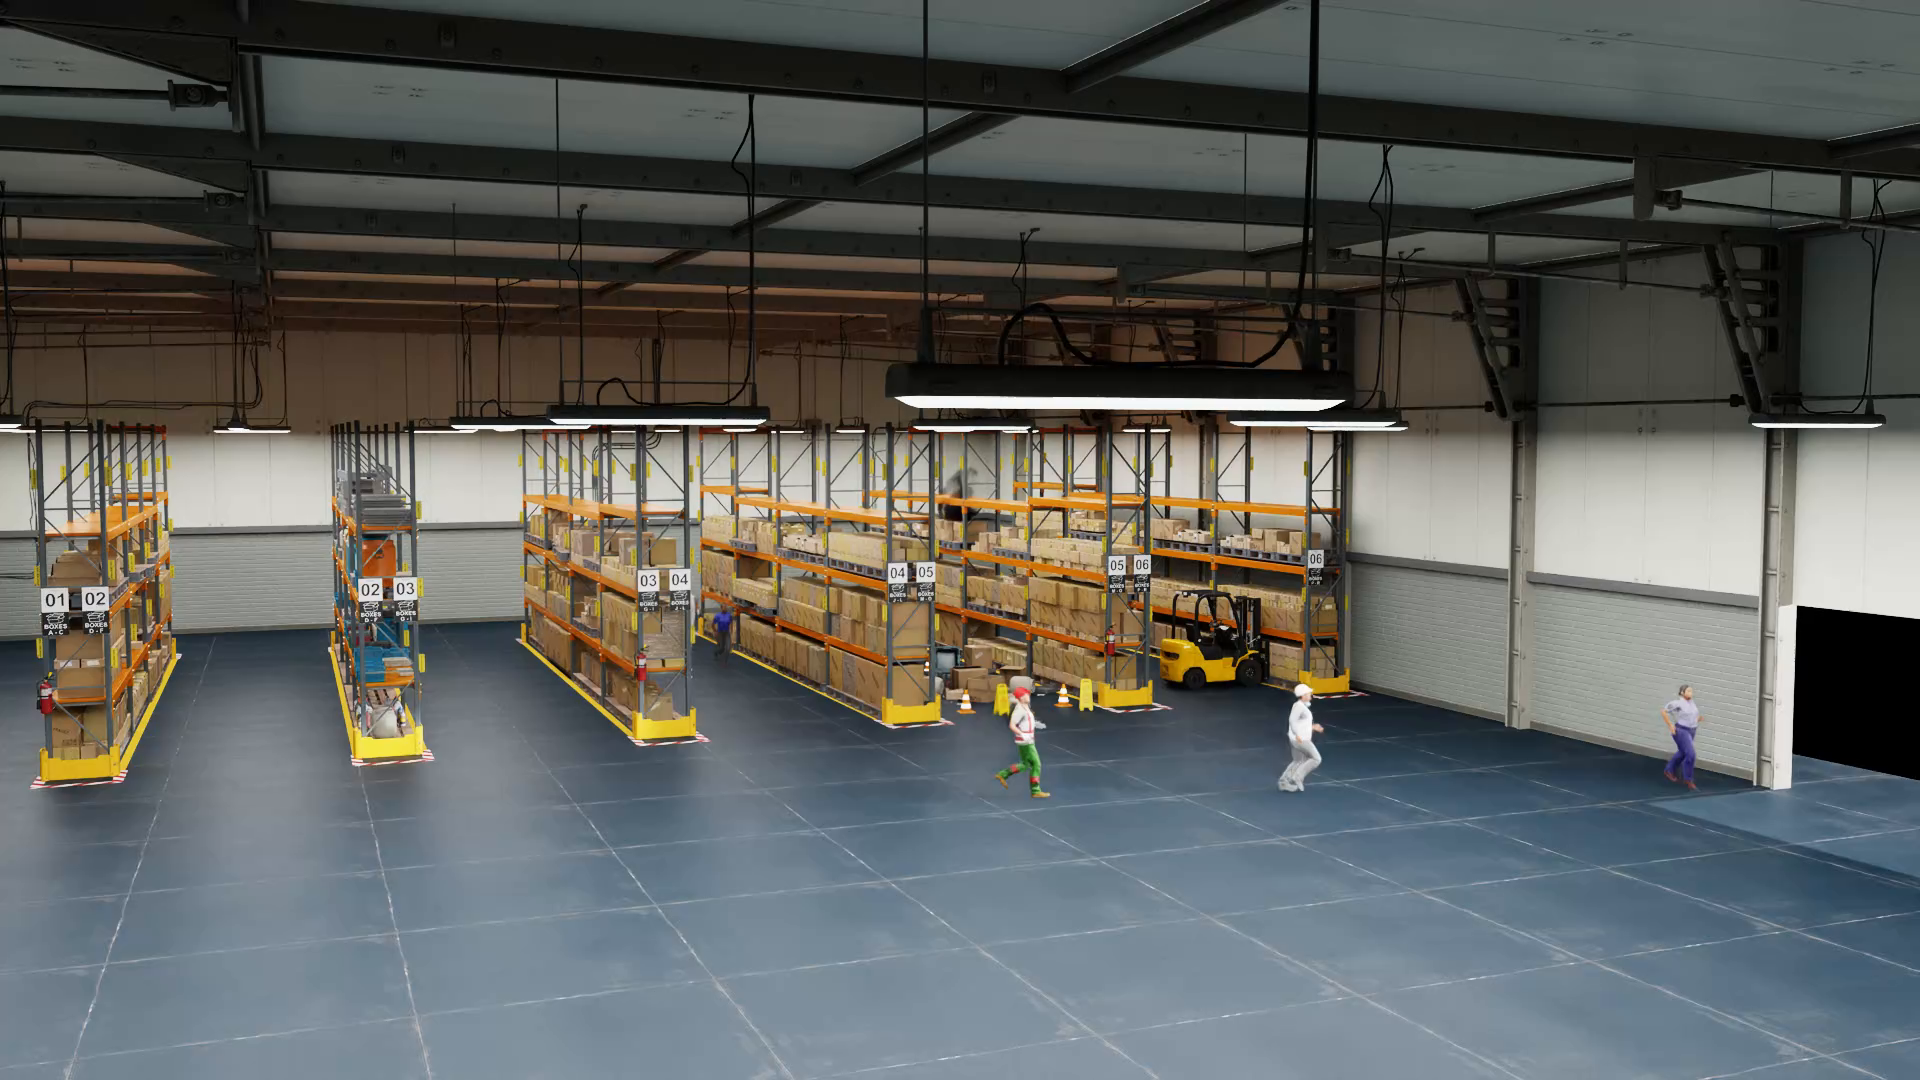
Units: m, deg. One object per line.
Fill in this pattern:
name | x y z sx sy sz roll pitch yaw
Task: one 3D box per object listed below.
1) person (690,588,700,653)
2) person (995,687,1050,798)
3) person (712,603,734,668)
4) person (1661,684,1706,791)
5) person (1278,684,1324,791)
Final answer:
person | -7.251 2.082 44.282 0.664 1.778 0.822 -1 4 -21
person | 0.991 3.198 26.303 0.876 1.761 0.669 0 4 5
person | -5.895 2.350 41.298 0.558 1.608 0.592 -2 4 -28
person | 11.816 3.207 27.169 0.583 1.709 0.759 -3 4 -35
person | 5.493 3.181 26.745 0.733 1.725 0.595 0 4 3
